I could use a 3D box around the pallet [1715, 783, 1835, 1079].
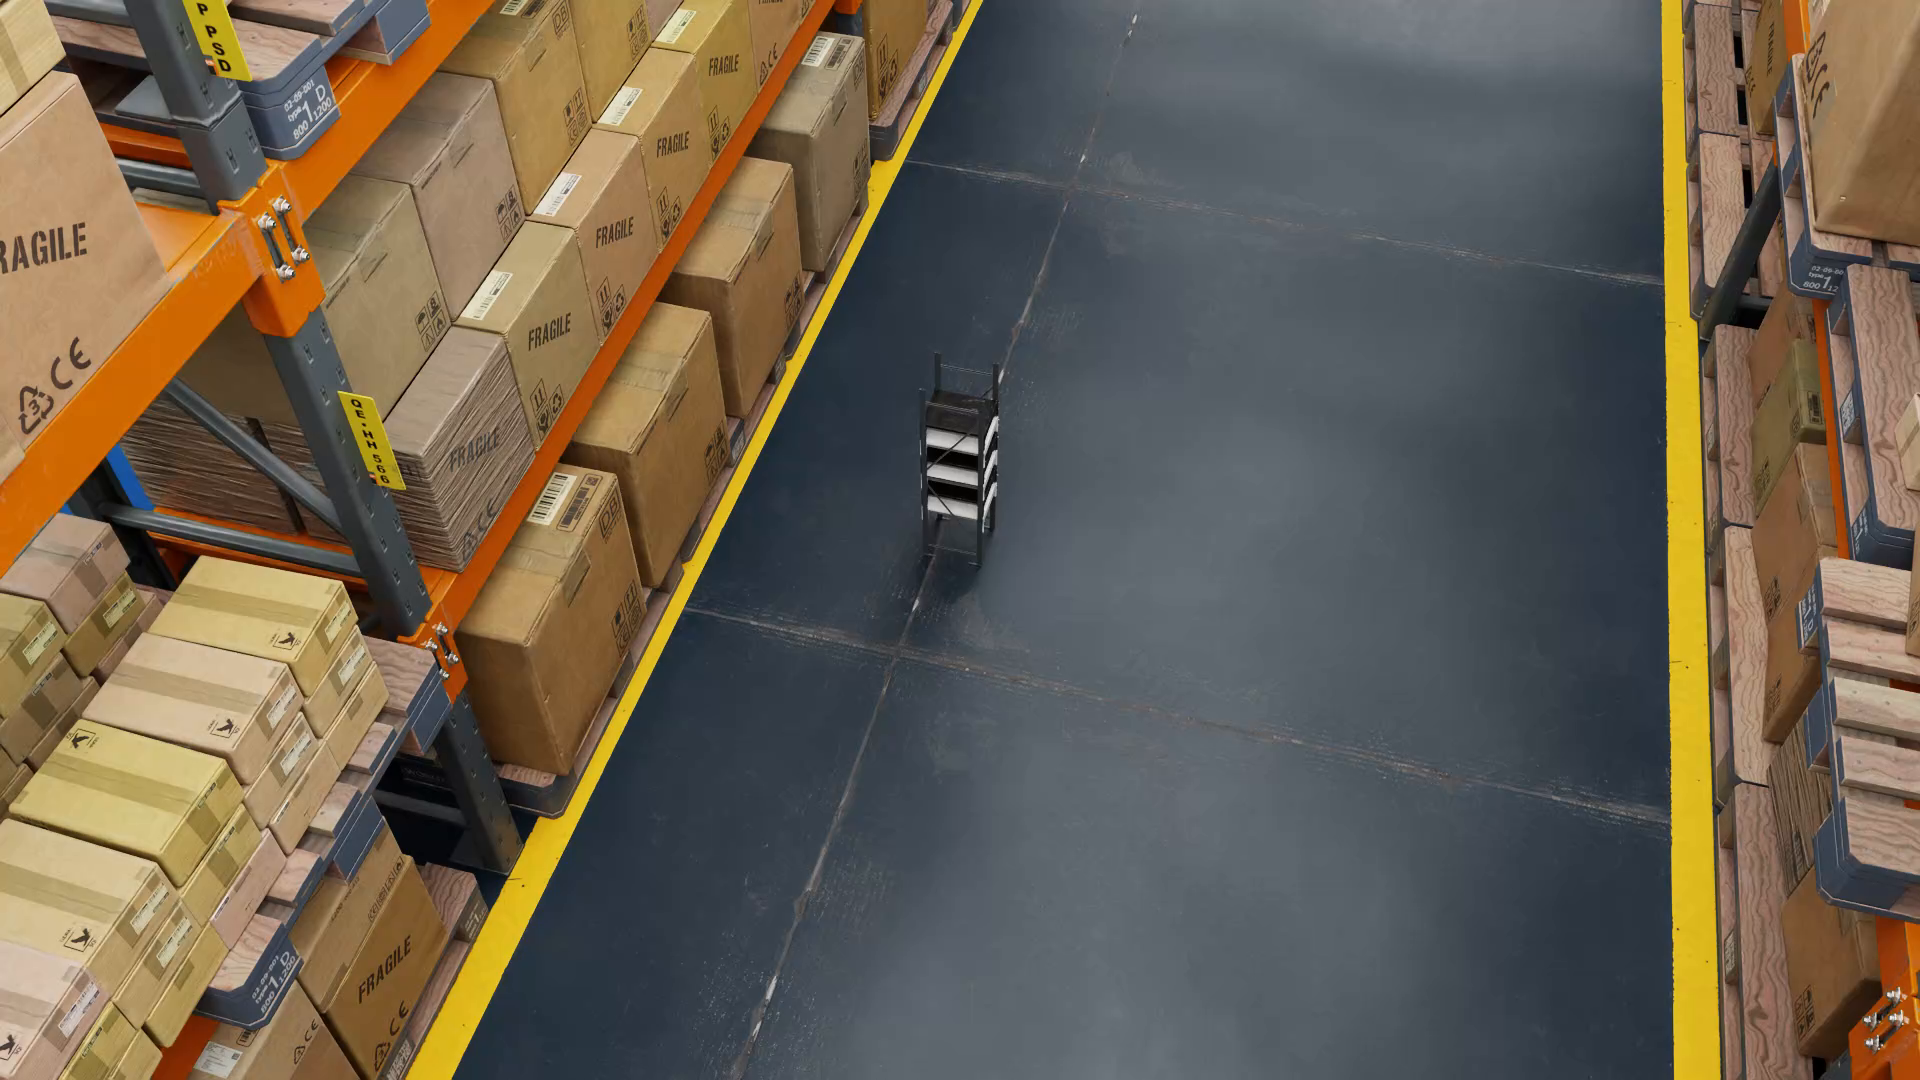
[{"bbox_3d":[2.966,1.421,5.274,1.003,0.211,1.213,12,50,10],"label":"pallet"}]

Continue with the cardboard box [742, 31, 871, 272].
[{"bbox_3d":[-1.024,-1.810,7.486,1.050,0.750,0.750,11,50,10],"label":"cardboard box"}]

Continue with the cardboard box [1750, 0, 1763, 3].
[{"bbox_3d":[4.560,-3.148,8.833,0.500,0.500,0.500,24,53,20],"label":"cardboard box"}]

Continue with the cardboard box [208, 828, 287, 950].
[{"bbox_3d":[-1.820,0.768,3.877,0.380,0.149,0.250,12,50,11],"label":"cardboard box"}]

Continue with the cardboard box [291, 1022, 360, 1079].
[{"bbox_3d":[-2.061,1.602,4.641,0.500,0.500,0.500,13,50,12],"label":"cardboard box"}]

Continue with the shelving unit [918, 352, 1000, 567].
[{"bbox_3d":[-0.002,-0.292,6.326,0.258,0.900,0.210,12,50,10],"label":"shelving unit"}]

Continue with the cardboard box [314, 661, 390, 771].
[{"bbox_3d":[-1.686,0.403,4.200,0.380,0.149,0.250,12,50,11],"label":"cardboard box"}]

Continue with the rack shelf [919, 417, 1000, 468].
[{"bbox_3d":[-0.002,-0.389,6.216,0.258,0.077,0.200,12,50,10],"label":"rack shelf"}]

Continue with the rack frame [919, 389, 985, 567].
[{"bbox_3d":[-0.029,-0.218,6.261,0.240,0.900,0.006,12,50,10],"label":"rack frame"}]

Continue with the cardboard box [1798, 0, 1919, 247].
[{"bbox_3d":[3.467,-1.620,5.418,1.000,1.000,1.000,12,50,10],"label":"cardboard box"}]

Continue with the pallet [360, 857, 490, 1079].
[{"bbox_3d":[-2.207,1.499,5.205,1.003,0.211,1.213,12,50,10],"label":"pallet"}]

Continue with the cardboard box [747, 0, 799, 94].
[{"bbox_3d":[-0.959,-2.119,6.472,0.500,0.500,0.500,11,50,10],"label":"cardboard box"}]

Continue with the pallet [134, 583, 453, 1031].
[{"bbox_3d":[-2.085,0.611,4.257,1.213,0.211,1.003,12,50,10],"label":"pallet"}]

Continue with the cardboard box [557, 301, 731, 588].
[{"bbox_3d":[-1.526,-0.439,6.276,1.050,0.750,0.750,12,50,11],"label":"cardboard box"}]

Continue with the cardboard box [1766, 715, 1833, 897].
[{"bbox_3d":[3.049,0.852,5.290,0.700,0.500,0.500,8,49,7],"label":"cardboard box"}]

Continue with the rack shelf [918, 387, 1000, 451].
[{"bbox_3d":[-0.002,-0.449,6.149,0.258,0.077,0.200,12,50,10],"label":"rack shelf"}]

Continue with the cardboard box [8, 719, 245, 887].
[{"bbox_3d":[-1.824,0.574,3.652,0.380,0.149,0.250,13,50,11],"label":"cardboard box"}]

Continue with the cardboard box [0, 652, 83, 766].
[{"bbox_3d":[-2.390,0.364,4.036,0.380,0.149,0.250,14,50,12],"label":"cardboard box"}]

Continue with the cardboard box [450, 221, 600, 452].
[{"bbox_3d":[-1.490,-0.662,5.185,0.500,0.500,0.500,11,50,10],"label":"cardboard box"}]

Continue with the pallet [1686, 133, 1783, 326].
[{"bbox_3d":[3.954,-1.400,7.764,1.003,0.211,1.213,12,50,10],"label":"pallet"}]

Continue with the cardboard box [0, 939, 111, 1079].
[{"bbox_3d":[-1.959,0.941,3.328,0.380,0.149,0.250,12,50,10],"label":"cardboard box"}]

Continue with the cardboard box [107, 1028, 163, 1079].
[{"bbox_3d":[-1.959,1.143,3.547,0.380,0.149,0.250,10,49,8],"label":"cardboard box"}]

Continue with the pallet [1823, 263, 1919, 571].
[{"bbox_3d":[3.240,-0.313,5.073,1.003,0.211,1.213,12,50,10],"label":"pallet"}]

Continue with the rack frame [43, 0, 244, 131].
[{"bbox_3d":[-2.000,-1.974,2.409,1.000,3.000,0.127,12,50,10],"label":"rack frame"}]

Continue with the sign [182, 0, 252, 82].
[{"bbox_3d":[-1.477,-1.044,3.244,0.100,0.325,0.005,12,50,10],"label":"sign"}]

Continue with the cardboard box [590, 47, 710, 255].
[{"bbox_3d":[-1.224,-1.386,5.825,0.500,0.500,0.500,11,50,10],"label":"cardboard box"}]

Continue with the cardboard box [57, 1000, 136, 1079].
[{"bbox_3d":[-1.960,1.049,3.431,0.380,0.149,0.250,11,50,10],"label":"cardboard box"}]

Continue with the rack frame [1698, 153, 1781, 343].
[{"bbox_3d":[3.812,-1.830,6.283,1.000,3.000,0.127,12,50,10],"label":"rack frame"}]

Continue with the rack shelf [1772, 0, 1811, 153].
[{"bbox_3d":[4.338,-3.039,7.830,1.077,0.370,4.000,12,50,10],"label":"rack shelf"}]

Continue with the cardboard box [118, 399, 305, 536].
[{"bbox_3d":[-2.140,-0.401,4.955,0.500,0.500,0.500,12,50,10],"label":"cardboard box"}]

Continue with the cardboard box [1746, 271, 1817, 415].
[{"bbox_3d":[3.629,-0.709,6.667,0.700,0.500,0.500,8,49,7],"label":"cardboard box"}]

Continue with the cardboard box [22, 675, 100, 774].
[{"bbox_3d":[-2.383,0.433,4.173,0.380,0.149,0.250,14,50,12],"label":"cardboard box"}]

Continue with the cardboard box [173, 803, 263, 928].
[{"bbox_3d":[-1.826,0.689,3.750,0.380,0.149,0.250,13,50,11],"label":"cardboard box"}]

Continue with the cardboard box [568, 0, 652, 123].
[{"bbox_3d":[-1.473,-1.783,5.508,0.700,0.500,0.500,11,50,10],"label":"cardboard box"}]

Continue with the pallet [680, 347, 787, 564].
[{"bbox_3d":[-1.396,-0.501,6.970,1.003,0.211,1.213,12,50,10],"label":"pallet"}]

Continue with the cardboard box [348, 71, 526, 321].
[{"bbox_3d":[-1.740,-1.041,4.854,0.700,0.500,0.500,11,49,9],"label":"cardboard box"}]

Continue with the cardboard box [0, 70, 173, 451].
[{"bbox_3d":[-1.905,-0.551,3.087,0.500,0.500,0.500,12,50,10],"label":"cardboard box"}]

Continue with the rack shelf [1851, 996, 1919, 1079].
[{"bbox_3d":[2.232,2.748,2.723,1.077,0.370,4.000,12,50,10],"label":"rack shelf"}]

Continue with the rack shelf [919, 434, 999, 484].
[{"bbox_3d":[-0.002,-0.329,6.284,0.258,0.077,0.200,12,50,10],"label":"rack shelf"}]

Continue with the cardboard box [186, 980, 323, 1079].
[{"bbox_3d":[-2.049,1.365,4.350,0.500,0.250,0.500,12,50,11],"label":"cardboard box"}]

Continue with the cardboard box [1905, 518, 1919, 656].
[{"bbox_3d":[2.913,0.069,4.260,0.700,0.500,0.500,18,51,16],"label":"cardboard box"}]

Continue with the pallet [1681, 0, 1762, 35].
[{"bbox_3d":[4.596,-3.165,9.321,1.003,0.211,1.213,12,50,10],"label":"pallet"}]

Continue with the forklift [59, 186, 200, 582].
[{"bbox_3d":[-2.931,-1.890,6.382,1.130,2.935,3.031,12,50,10],"label":"forklift"}]

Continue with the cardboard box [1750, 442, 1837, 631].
[{"bbox_3d":[3.339,0.037,6.009,0.700,0.500,0.500,8,49,7],"label":"cardboard box"}]

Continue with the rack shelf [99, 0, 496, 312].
[{"bbox_3d":[-1.473,-2.190,5.080,1.077,0.370,4.000,12,50,10],"label":"rack shelf"}]

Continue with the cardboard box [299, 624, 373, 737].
[{"bbox_3d":[-1.690,0.304,4.089,0.380,0.149,0.250,12,50,11],"label":"cardboard box"}]

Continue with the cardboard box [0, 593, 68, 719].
[{"bbox_3d":[-2.376,0.250,3.939,0.380,0.149,0.250,10,49,9],"label":"cardboard box"}]

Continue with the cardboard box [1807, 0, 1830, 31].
[{"bbox_3d":[3.660,-2.139,6.724,0.380,0.149,0.250,12,50,10],"label":"cardboard box"}]

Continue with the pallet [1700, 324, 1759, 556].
[{"bbox_3d":[3.608,-0.344,6.832,1.003,0.211,1.213,12,50,10],"label":"pallet"}]

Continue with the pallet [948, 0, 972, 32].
[{"bbox_3d":[-0.352,-3.379,9.510,1.003,0.211,1.213,12,50,10],"label":"pallet"}]

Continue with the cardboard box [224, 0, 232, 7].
[{"bbox_3d":[-1.758,-1.280,3.618,0.380,0.149,0.250,10,49,9],"label":"cardboard box"}]

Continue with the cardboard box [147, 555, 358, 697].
[{"bbox_3d":[-1.686,0.204,3.979,0.380,0.149,0.250,10,49,9],"label":"cardboard box"}]

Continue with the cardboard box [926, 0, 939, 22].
[{"bbox_3d":[-0.480,-3.412,8.816,0.875,0.875,0.875,12,50,10],"label":"cardboard box"}]

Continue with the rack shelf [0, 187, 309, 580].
[{"bbox_3d":[-2.526,0.703,2.526,1.077,0.370,4.000,12,50,10],"label":"rack shelf"}]

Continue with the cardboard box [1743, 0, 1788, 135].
[{"bbox_3d":[4.186,-2.304,8.088,0.500,0.500,0.500,8,49,7],"label":"cardboard box"}]
